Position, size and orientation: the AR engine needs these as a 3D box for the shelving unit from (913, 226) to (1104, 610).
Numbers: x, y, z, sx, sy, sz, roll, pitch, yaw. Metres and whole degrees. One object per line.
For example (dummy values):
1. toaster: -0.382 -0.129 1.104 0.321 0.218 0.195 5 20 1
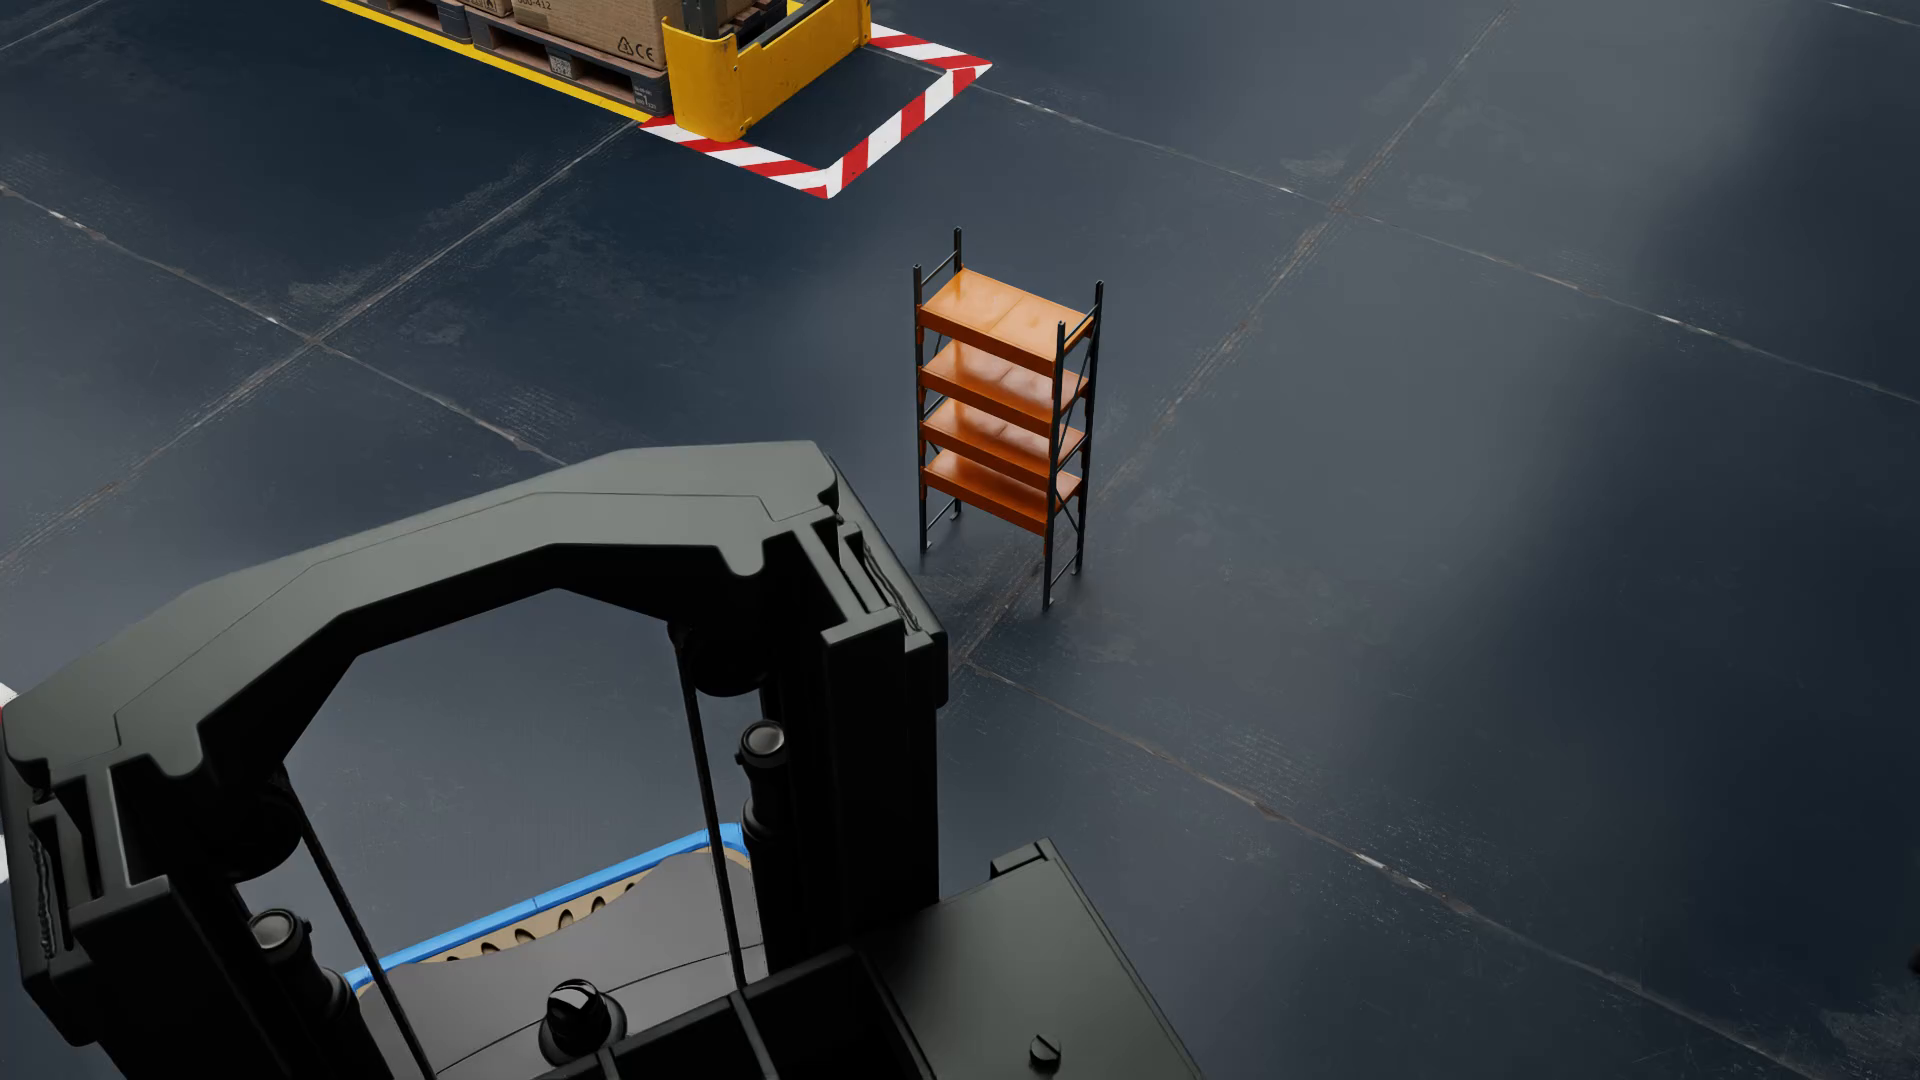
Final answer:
1. shelving unit: 0.139 -0.354 5.257 0.503 1.200 0.258 25 51 22

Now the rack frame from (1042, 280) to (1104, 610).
1. rack frame: 0.345 -0.260 5.166 0.015 1.200 0.240 25 51 22

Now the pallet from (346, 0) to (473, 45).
1. pallet: -2.626 -3.007 8.525 1.213 0.211 1.003 25 51 22

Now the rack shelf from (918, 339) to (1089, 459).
1. rack shelf: 0.139 -0.463 5.145 0.480 0.148 0.258 25 51 22

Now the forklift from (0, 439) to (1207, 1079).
1. forklift: -0.240 1.431 2.316 1.130 2.935 3.031 -20 49 -18

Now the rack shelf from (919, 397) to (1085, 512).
1. rack shelf: 0.139 -0.307 5.306 0.480 0.148 0.258 25 51 22

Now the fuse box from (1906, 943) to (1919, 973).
1. fuse box: 2.615 0.586 3.987 0.414 1.711 0.539 25 51 22

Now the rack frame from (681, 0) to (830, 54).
1. rack frame: -0.888 -3.244 6.810 0.127 3.000 1.000 25 51 22

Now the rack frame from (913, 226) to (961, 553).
1. rack frame: -0.066 -0.449 5.349 0.015 1.200 0.240 25 51 22

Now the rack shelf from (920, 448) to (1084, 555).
1. rack shelf: 0.139 -0.169 5.448 0.480 0.148 0.258 25 51 22

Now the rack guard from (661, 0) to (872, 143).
1. rack guard: -0.867 -2.363 7.698 0.348 0.500 1.175 25 51 22

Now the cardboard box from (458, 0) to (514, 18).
1. cardboard box: -2.272 -3.041 8.108 0.875 0.438 0.875 26 51 23

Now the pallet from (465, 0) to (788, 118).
1. pallet: -1.603 -2.534 8.065 1.213 0.211 1.003 25 51 22

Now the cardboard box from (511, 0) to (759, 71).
1. cardboard box: -1.497 -2.692 7.768 0.875 0.438 0.875 23 50 21

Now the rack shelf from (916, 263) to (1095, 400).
1. rack shelf: 0.139 -0.628 4.976 0.480 0.148 0.258 25 51 22
